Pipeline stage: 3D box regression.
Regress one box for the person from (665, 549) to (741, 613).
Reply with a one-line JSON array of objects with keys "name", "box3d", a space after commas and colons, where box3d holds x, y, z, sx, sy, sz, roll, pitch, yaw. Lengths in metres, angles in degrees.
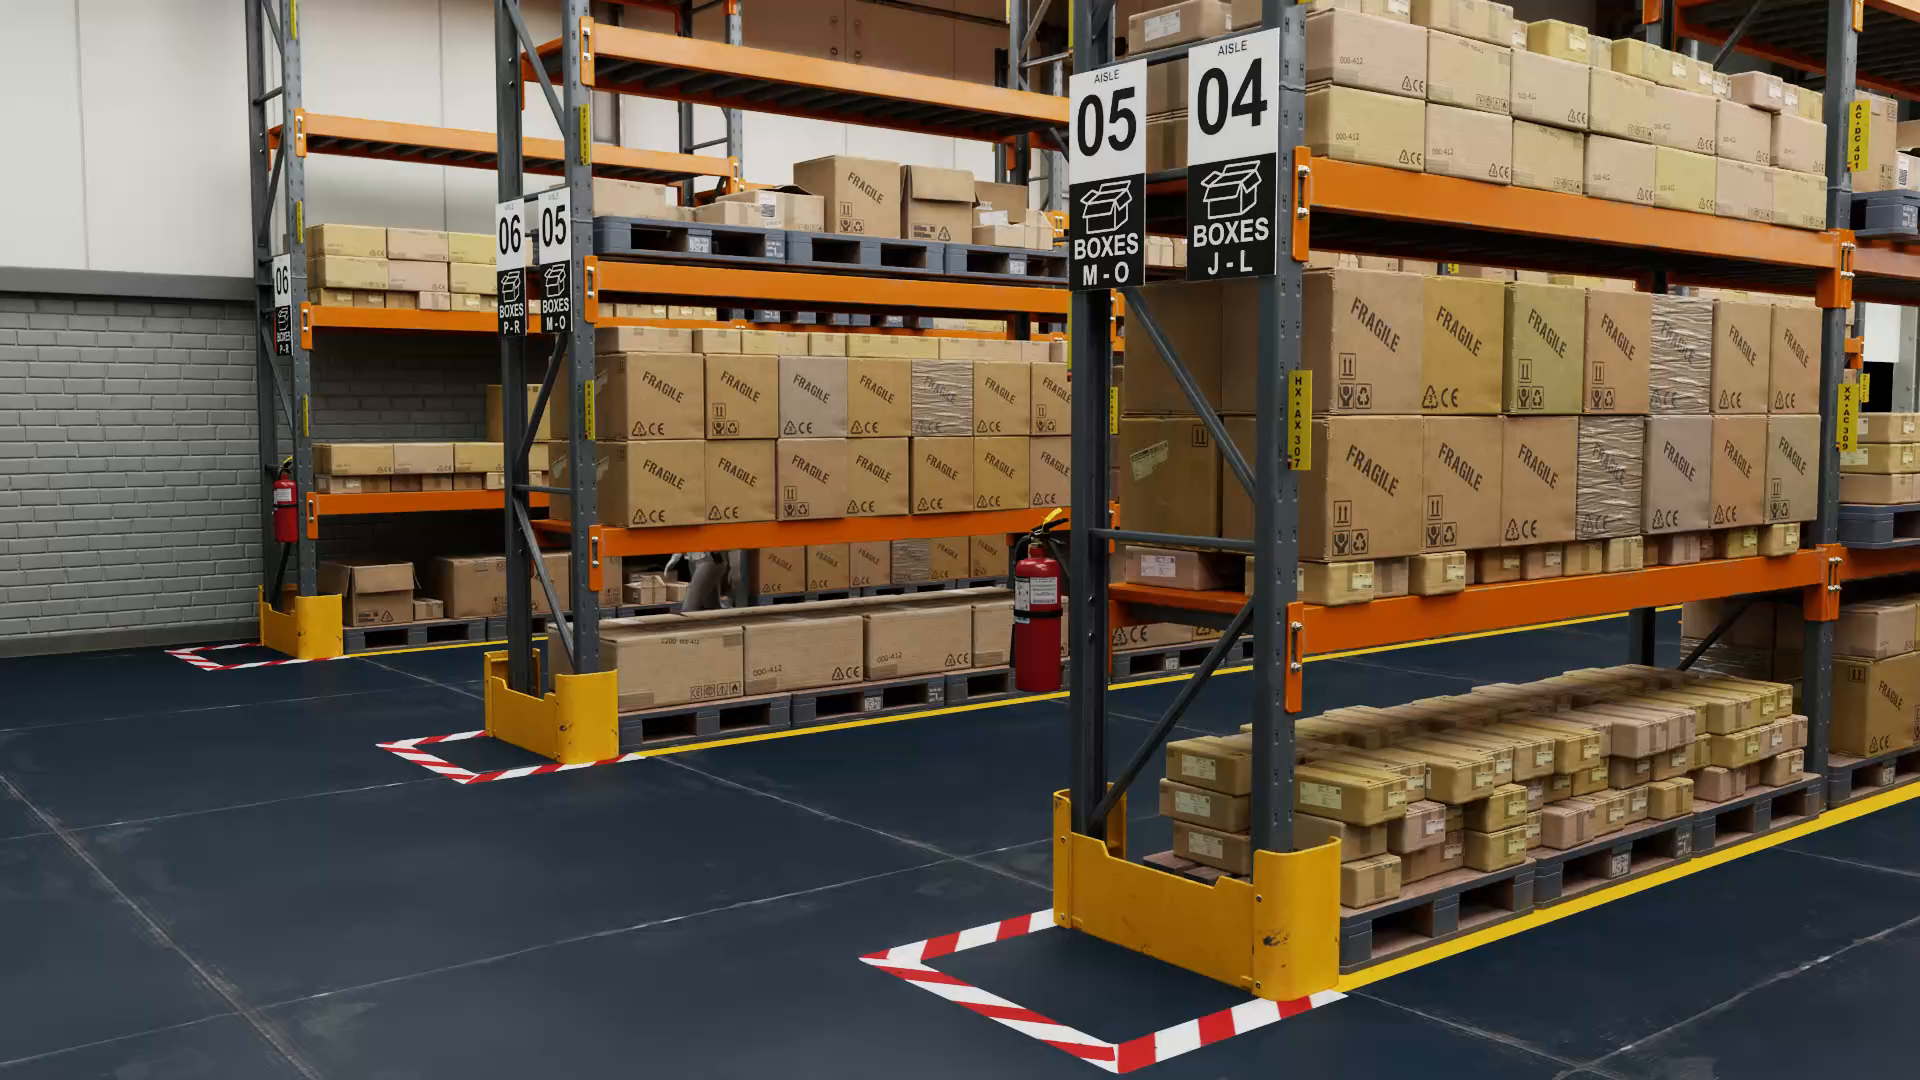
[{"name": "person", "box3d": [-1.929, 0.159, 12.475, 1.013, 1.639, 0.486, -4, 6, -41]}]
